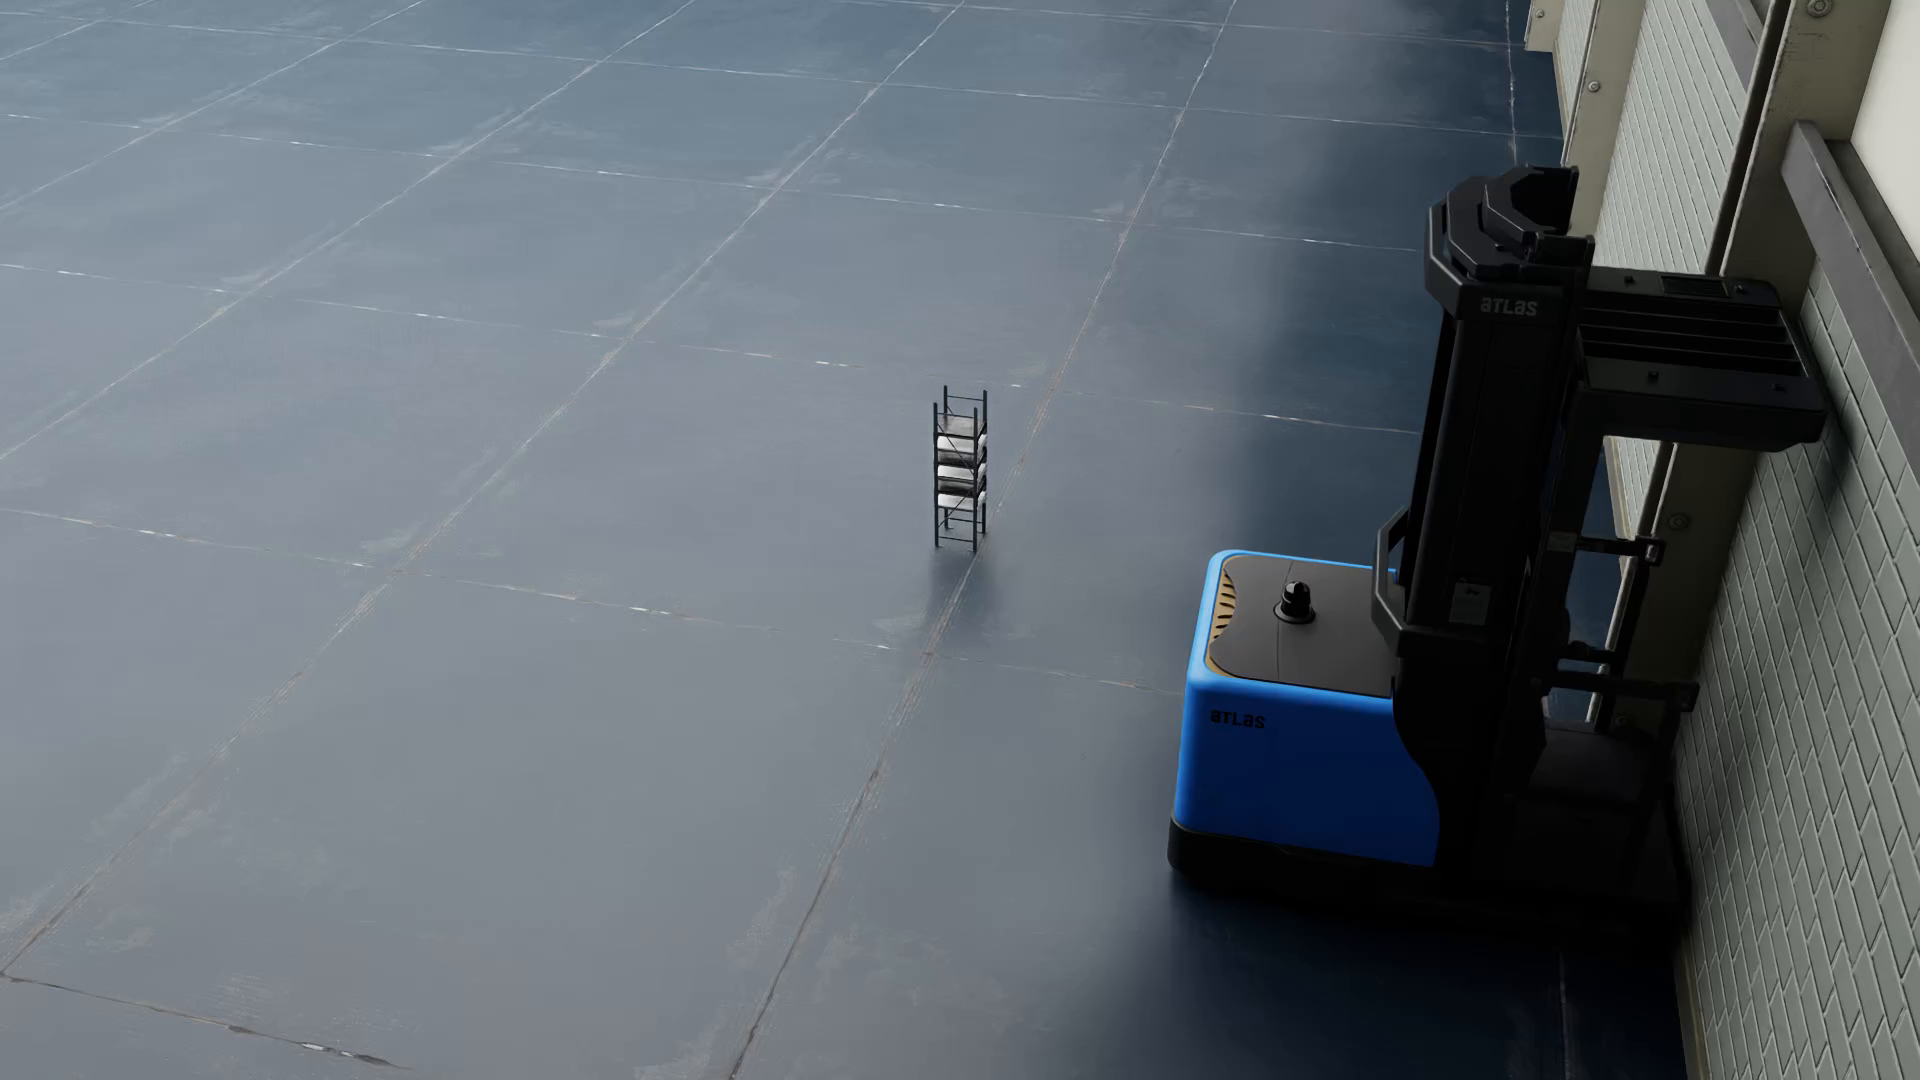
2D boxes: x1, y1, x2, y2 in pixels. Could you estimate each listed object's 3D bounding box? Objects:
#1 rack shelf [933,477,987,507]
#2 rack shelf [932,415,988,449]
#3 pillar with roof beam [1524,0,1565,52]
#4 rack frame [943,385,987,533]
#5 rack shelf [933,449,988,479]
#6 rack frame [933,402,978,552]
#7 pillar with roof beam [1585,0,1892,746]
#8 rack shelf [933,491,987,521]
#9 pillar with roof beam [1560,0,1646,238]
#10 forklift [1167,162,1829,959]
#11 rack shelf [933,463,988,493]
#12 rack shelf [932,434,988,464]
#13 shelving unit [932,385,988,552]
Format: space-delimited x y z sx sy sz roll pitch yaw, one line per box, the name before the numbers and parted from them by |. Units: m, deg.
rack shelf | 0.002 -0.280 9.151 0.258 0.077 0.200 8 33 12
rack shelf | 0.002 -0.584 8.958 0.258 0.077 0.200 8 33 12
pillar with roof beam | 1.938 -9.581 16.003 9.100 9.000 0.400 8 33 12
rack frame | 0.028 -0.437 9.168 0.240 0.900 0.006 8 33 12
rack shelf | 0.002 -0.432 9.055 0.258 0.077 0.200 8 33 12
rack frame | -0.024 -0.331 9.002 0.240 0.900 0.006 8 33 12
pillar with roof beam | -1.107 -3.354 6.208 9.100 9.000 0.400 8 33 12
rack shelf | 0.002 -0.204 9.199 0.258 0.077 0.200 8 33 12
pillar with roof beam | 0.415 -6.468 11.106 9.100 9.000 0.400 8 33 12
forklift | 2.454 0.129 6.384 3.031 2.935 1.130 7 33 11
rack shelf | 0.002 -0.356 9.103 0.258 0.077 0.200 8 33 12
rack shelf | 0.002 -0.508 9.006 0.258 0.077 0.200 8 33 12
shelving unit | 0.002 -0.384 9.085 0.258 0.900 0.210 8 33 12
